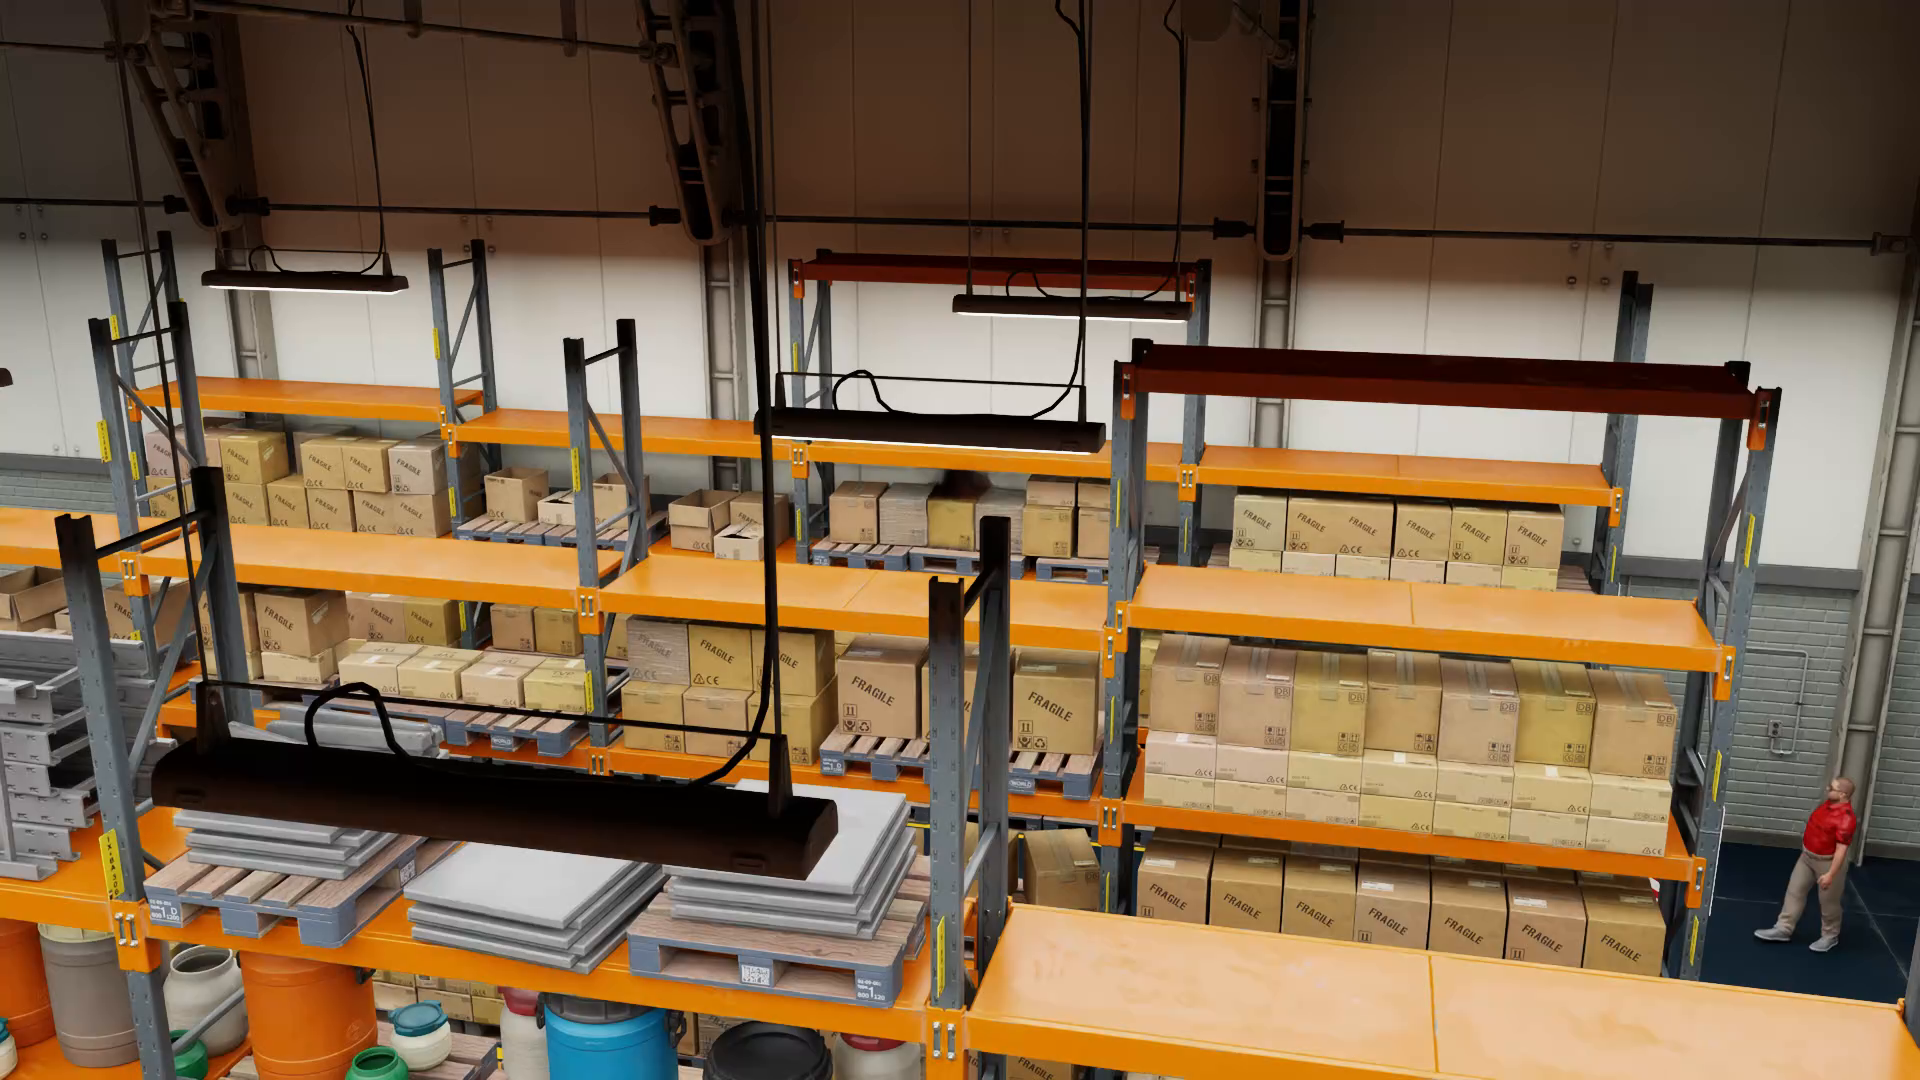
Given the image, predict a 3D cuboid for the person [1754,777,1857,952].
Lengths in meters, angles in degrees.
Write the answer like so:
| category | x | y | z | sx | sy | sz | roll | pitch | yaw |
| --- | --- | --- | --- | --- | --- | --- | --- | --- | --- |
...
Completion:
| category | x | y | z | sx | sy | sz | roll | pitch | yaw |
| --- | --- | --- | --- | --- | --- | --- | --- | --- | --- |
| person | 7.815 | 2.966 | 15.184 | 0.717 | 1.714 | 0.540 | -4 | 17 | -13 |
